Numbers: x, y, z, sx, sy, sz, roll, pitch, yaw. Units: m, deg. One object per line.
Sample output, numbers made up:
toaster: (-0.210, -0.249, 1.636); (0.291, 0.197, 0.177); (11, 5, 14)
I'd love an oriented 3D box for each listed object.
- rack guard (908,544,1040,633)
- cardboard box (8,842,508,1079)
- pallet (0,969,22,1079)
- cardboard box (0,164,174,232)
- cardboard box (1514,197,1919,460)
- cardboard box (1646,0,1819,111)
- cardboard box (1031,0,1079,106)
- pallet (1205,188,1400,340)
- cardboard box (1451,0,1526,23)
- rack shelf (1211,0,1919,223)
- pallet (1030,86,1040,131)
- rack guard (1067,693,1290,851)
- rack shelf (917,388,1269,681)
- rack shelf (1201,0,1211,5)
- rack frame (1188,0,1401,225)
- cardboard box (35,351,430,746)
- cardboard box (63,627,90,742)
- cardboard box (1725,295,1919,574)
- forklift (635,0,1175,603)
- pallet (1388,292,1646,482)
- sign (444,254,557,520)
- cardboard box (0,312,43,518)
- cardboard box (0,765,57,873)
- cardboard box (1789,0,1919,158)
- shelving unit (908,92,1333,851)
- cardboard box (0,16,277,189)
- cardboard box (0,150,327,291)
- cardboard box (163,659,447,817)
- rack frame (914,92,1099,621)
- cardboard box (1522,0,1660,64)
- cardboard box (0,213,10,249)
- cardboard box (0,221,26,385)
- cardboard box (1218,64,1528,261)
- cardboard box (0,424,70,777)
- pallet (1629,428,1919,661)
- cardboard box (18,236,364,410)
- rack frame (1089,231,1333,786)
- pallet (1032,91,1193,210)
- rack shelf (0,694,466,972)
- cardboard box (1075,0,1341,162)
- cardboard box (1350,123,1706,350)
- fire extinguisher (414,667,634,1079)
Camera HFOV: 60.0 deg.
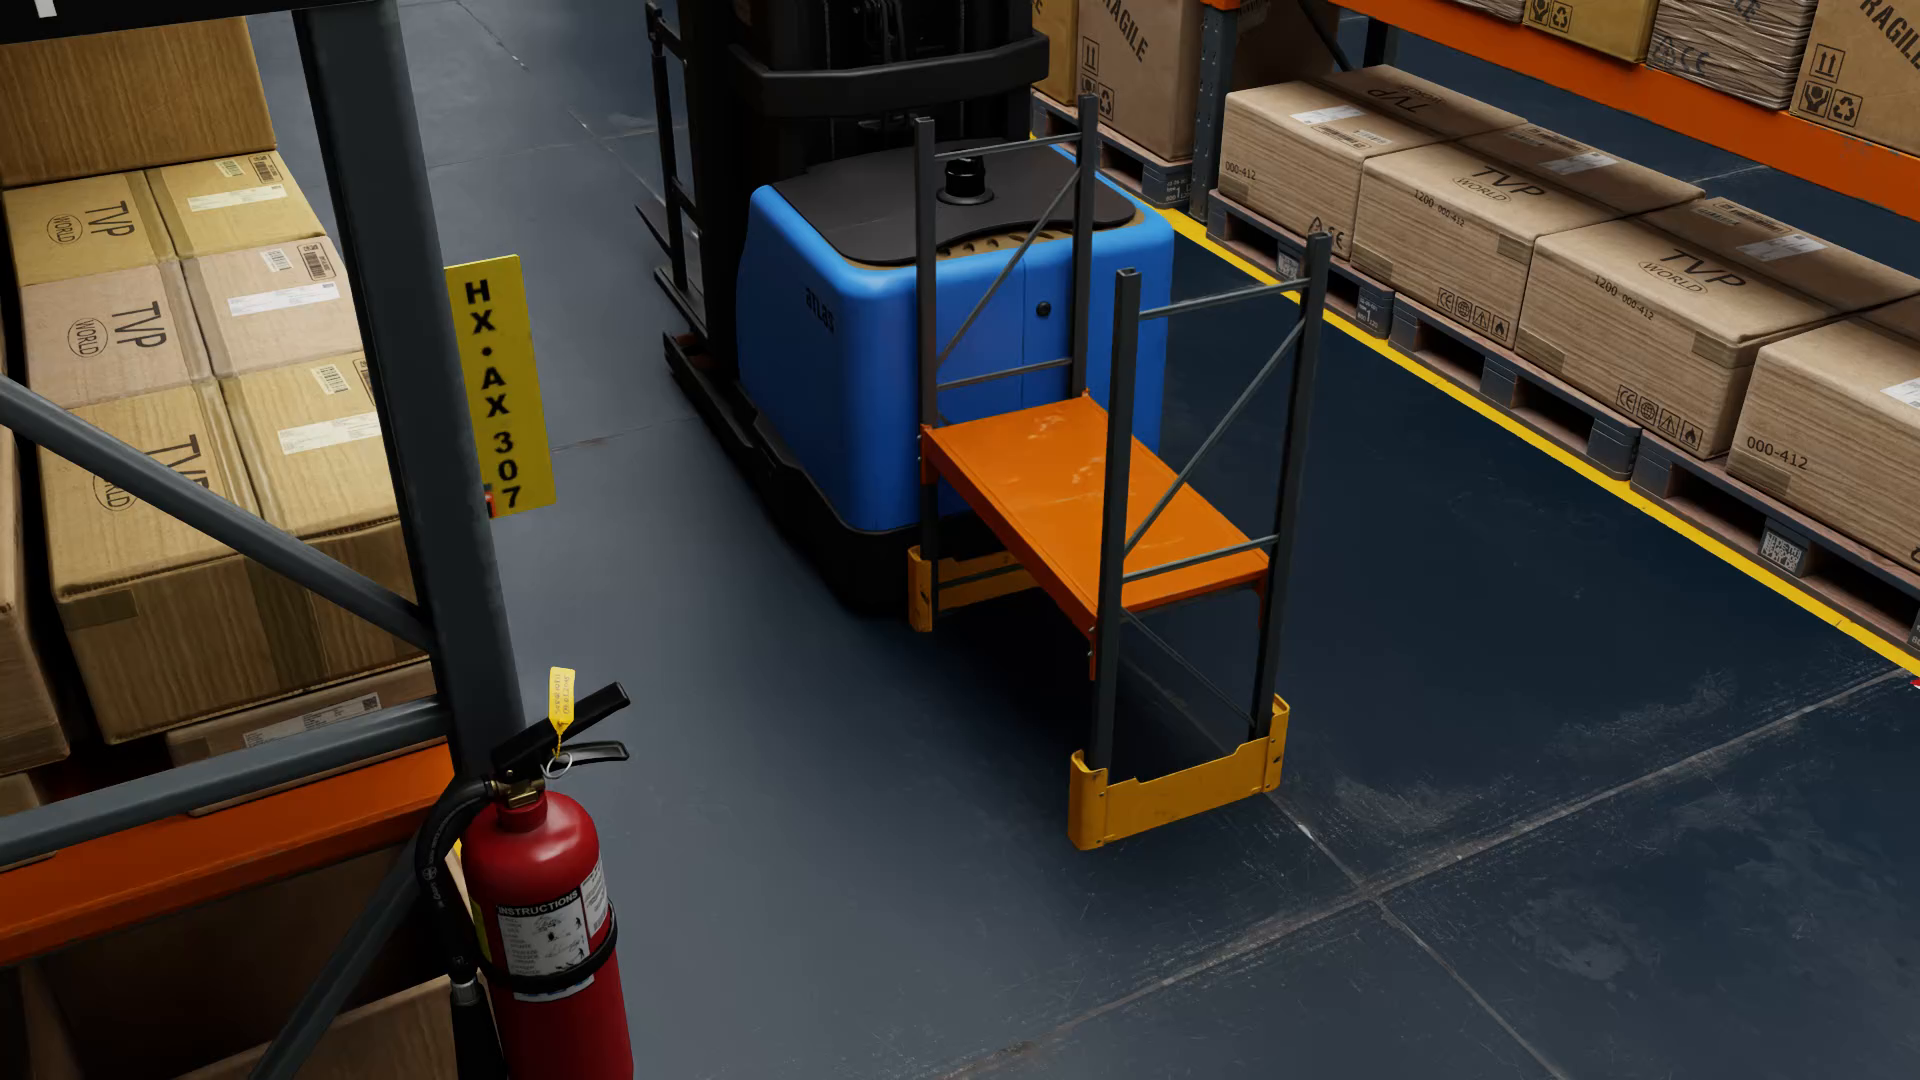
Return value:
rack guard: (0.129, 0.084, 4.887); (0.587, 0.250, 0.087); (-14, 35, -20)
cardboard box: (-1.221, 0.889, 3.007); (0.797, 0.503, 0.637); (-17, 37, -25)
pallet: (-1.427, 1.088, 3.356); (1.003, 0.211, 1.213); (-16, 36, -23)
cardboard box: (-1.724, -0.737, 3.482); (0.500, 0.250, 0.500); (-17, 36, -24)
cardboard box: (2.540, -0.743, 5.614); (0.875, 0.438, 0.875); (-15, 36, -22)
cardboard box: (2.442, -1.612, 4.893); (0.500, 0.500, 0.500); (-15, 36, -22)
cardboard box: (0.717, -2.816, 8.445); (0.875, 0.875, 0.875); (-15, 36, -22)
pallet: (1.791, -1.272, 7.040); (1.003, 0.211, 1.213); (-16, 36, -23)
cardboard box: (1.950, -2.101, 5.656); (0.500, 0.500, 0.500); (-16, 36, -23)
rack shelf: (2.438, -1.572, 5.589); (1.077, 0.370, 4.000); (-16, 36, -23)
pallet: (0.506, -2.587, 9.092); (1.003, 0.211, 1.213); (-16, 36, -23)
rack guard: (0.543, 0.572, 4.125); (0.587, 0.250, 0.087); (-14, 35, -20)
rack shelf: (0.332, -0.051, 4.273); (0.538, 0.185, 1.000); (-14, 35, -20)
rack shelf: (0.573, -3.481, 8.569); (1.077, 0.370, 4.000); (-16, 36, -23)
rack frame: (1.505, -2.829, 6.885); (1.000, 3.000, 0.127); (-16, 36, -23)
cardboard box: (-0.992, -0.016, 2.358); (0.500, 0.250, 0.500); (-16, 36, -23)
cardboard box: (-1.475, 0.209, 2.377); (0.380, 0.149, 0.250); (-15, 35, -22)
cardboard box: (2.974, -0.308, 4.936); (0.875, 0.438, 0.875); (-17, 36, -25)
forklift: (-0.449, -1.831, 5.390); (1.130, 2.935, 3.031); (-14, 35, -20)
pallet: (2.363, -0.689, 6.130); (1.003, 0.211, 1.213); (-16, 36, -23)
sign: (-0.539, -0.171, 1.934); (0.100, 0.325, 0.005); (-16, 36, -23)
cardboard box: (-1.708, -0.131, 2.537); (0.500, 0.250, 0.500); (-16, 36, -23)
cardboard box: (-1.411, 0.345, 2.163); (0.380, 0.149, 0.250); (-16, 36, -24)
cardboard box: (2.690, -1.369, 4.514); (0.500, 0.500, 0.500); (-17, 36, -24)
shelving unit: (0.336, -0.198, 4.169); (0.587, 1.500, 1.083); (-14, 35, -20)
cardboard box: (-1.692, -1.048, 3.273); (0.500, 0.500, 0.500); (-15, 36, -22)
cardboard box: (-1.467, -0.498, 3.110); (0.500, 0.250, 0.500); (-17, 36, -24)
cardboard box: (-0.930, 0.210, 2.374); (0.380, 0.149, 0.250); (-16, 36, -23)
rack frame: (0.121, -0.452, 4.565); (0.500, 1.500, 0.032); (-14, 35, -20)
cardboard box: (2.190, -1.855, 5.273); (0.500, 0.500, 0.500); (-15, 35, -22)
cardboard box: (-2.178, -0.618, 3.298); (0.500, 0.250, 0.500); (-16, 36, -23)
cardboard box: (-1.935, -0.369, 2.908); (0.500, 0.250, 0.500); (-15, 35, -22)
cardboard box: (1.703, -1.600, 6.953); (0.875, 0.438, 0.875); (-16, 36, -24)
cardboard box: (-1.468, 0.115, 2.153); (0.500, 0.250, 0.500); (-15, 36, -22)
pallet: (2.928, -0.108, 5.223); (1.003, 0.211, 1.213); (-16, 36, -23)
cardboard box: (-1.228, -0.257, 2.733); (0.500, 0.250, 0.500); (-15, 36, -23)
rack frame: (0.543, 0.047, 3.787); (0.500, 1.500, 0.032); (-14, 35, -20)
pallet: (1.079, -2.004, 8.183); (1.003, 0.211, 1.213); (-16, 36, -23)
rack shelf: (-1.952, -0.321, 3.638); (1.077, 0.370, 4.000); (-16, 36, -23)
cardboard box: (1.145, -2.387, 7.775); (0.875, 0.875, 0.875); (-15, 35, -22)
cardboard box: (2.121, -1.173, 6.287); (0.875, 0.438, 0.875); (-17, 36, -24)
fire extinguisher: (-0.542, 0.474, 2.147); (0.296, 0.674, 0.183); (-16, 36, -23)
